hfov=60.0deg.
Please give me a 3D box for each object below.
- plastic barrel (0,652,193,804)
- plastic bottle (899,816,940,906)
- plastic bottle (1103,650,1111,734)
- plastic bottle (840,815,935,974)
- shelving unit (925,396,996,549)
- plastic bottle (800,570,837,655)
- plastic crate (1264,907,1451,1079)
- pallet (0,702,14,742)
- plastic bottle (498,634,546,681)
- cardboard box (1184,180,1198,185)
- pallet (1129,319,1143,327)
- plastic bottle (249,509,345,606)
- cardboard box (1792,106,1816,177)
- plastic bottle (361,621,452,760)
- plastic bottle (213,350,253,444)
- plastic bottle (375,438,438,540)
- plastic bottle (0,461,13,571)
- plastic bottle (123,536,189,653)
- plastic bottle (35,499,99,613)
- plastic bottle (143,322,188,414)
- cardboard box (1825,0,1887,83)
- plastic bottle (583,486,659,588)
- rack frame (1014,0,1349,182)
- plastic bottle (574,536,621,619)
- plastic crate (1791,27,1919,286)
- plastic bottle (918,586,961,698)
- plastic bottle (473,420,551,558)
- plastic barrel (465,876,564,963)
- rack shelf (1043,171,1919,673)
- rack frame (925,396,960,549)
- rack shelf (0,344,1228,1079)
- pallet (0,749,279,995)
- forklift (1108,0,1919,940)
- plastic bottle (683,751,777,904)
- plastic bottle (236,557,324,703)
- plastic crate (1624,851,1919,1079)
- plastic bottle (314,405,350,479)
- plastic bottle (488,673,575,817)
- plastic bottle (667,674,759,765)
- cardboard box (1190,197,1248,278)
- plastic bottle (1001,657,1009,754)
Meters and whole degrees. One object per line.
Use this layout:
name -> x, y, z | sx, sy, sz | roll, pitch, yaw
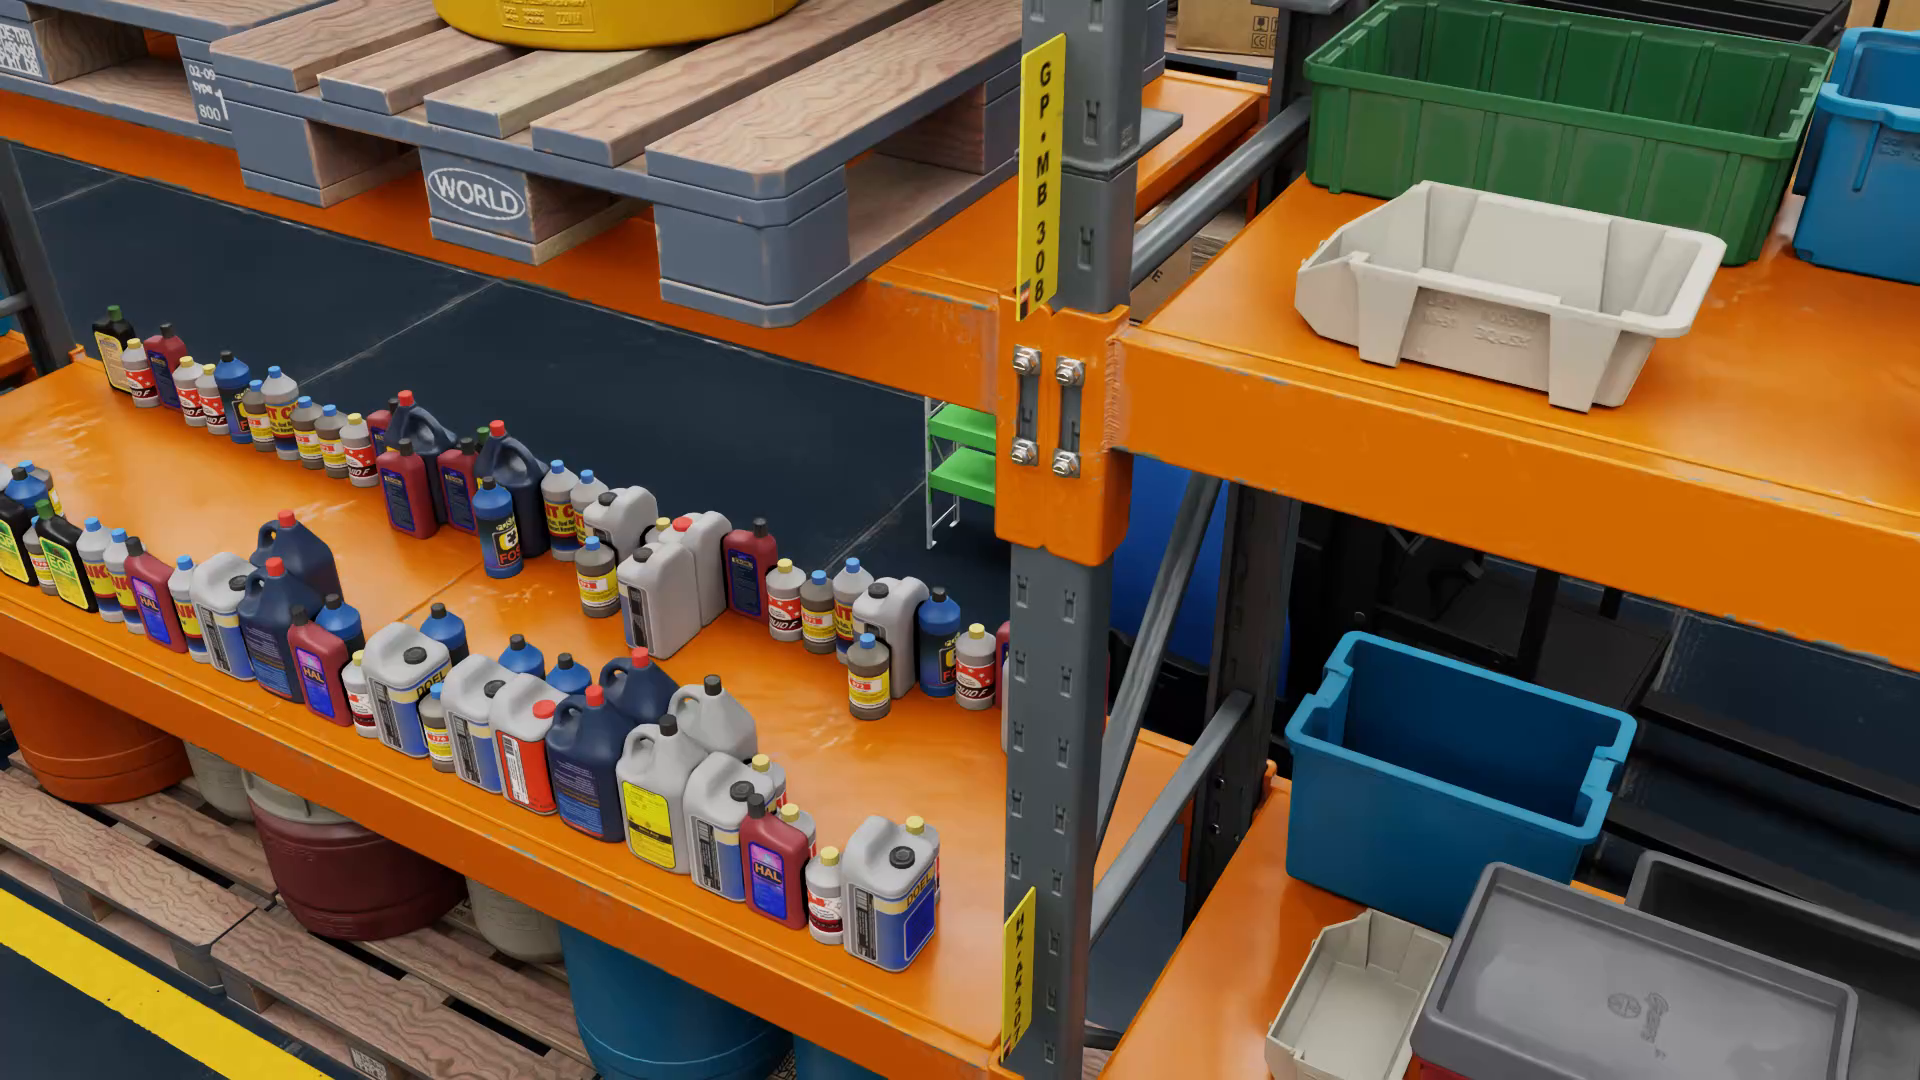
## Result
plastic barrel -> -2.670, 0.320, 5.143 | 0.708, 0.830, 0.600 | 18, 37, 24
plastic bottle -> -0.087, 0.630, 3.277 | 0.097, 0.201, 0.097 | 0, 34, 0
plastic bottle -> 0.263, 0.307, 3.687 | 0.133, 0.283, 0.061 | 18, 37, 24
plastic bottle -> -0.133, 0.664, 3.159 | 0.135, 0.276, 0.152 | 18, 37, 24
shelving unit -> 0.144, -0.454, 6.349 | 0.503, 1.200, 0.258 | 18, 37, 24
plastic bottle -> -0.333, 0.165, 3.976 | 0.097, 0.201, 0.097 | 0, 34, 0
plastic crate -> 0.703, 0.847, 2.956 | 0.243, 0.136, 0.396 | 18, 37, 24
pallet -> -3.757, 0.394, 5.968 | 1.213, 0.211, 1.003 | 18, 37, 24
plastic bottle -> -0.959, 0.324, 3.673 | 0.097, 0.271, 0.097 | 0, 34, 0
cardboard box -> 1.227, -1.935, 8.132 | 0.500, 0.250, 0.500 | 17, 37, 24
pallet -> 1.042, -1.197, 8.358 | 1.213, 0.211, 1.003 | 18, 37, 24
plastic bottle -> -1.589, 0.077, 3.972 | 0.185, 0.351, 0.144 | 18, 37, 24
cardboard box -> 3.138, -1.588, 6.338 | 0.500, 0.500, 0.500 | 19, 38, 26
plastic bottle -> -1.206, 0.324, 3.669 | 0.135, 0.276, 0.152 | 18, 37, 24
plastic bottle -> -2.080, -0.418, 4.788 | 0.097, 0.271, 0.097 | 0, 34, 0
plastic bottle -> -1.459, -0.146, 4.368 | 0.133, 0.283, 0.061 | 18, 37, 24
plastic bottle -> -2.486, -0.082, 4.278 | 0.135, 0.276, 0.152 | 18, 37, 24
plastic bottle -> -1.908, 0.128, 3.957 | 0.133, 0.283, 0.061 | 18, 37, 24
plastic bottle -> -2.192, 0.038, 4.093 | 0.133, 0.283, 0.061 | 18, 37, 24
plastic bottle -> -2.340, -0.517, 4.925 | 0.133, 0.283, 0.061 | 18, 37, 24
cardboard box -> 3.100, -2.010, 6.070 | 0.500, 0.500, 0.500 | 19, 38, 26
plastic bottle -> -0.849, -0.012, 4.174 | 0.135, 0.276, 0.152 | 18, 37, 24
rack frame -> 0.369, -1.932, 1.532 | 0.127, 3.000, 1.000 | 18, 37, 24
plastic bottle -> -0.894, 0.084, 4.097 | 0.097, 0.201, 0.097 | 0, 34, 0
plastic crate -> 1.318, -0.517, 2.265 | 0.300, 0.233, 0.416 | 18, 37, 24
plastic bottle -> -0.047, 0.226, 3.820 | 0.097, 0.271, 0.097 | 0, 34, 0
plastic bottle -> -1.154, -0.143, 4.303 | 0.185, 0.351, 0.144 | 18, 37, 24
plastic barrel -> -1.155, 0.875, 4.596 | 0.421, 0.512, 0.421 | 0, 34, 0
rack shelf -> 2.106, 0.166, 1.737 | 4.000, 0.370, 1.077 | 18, 37, 24
rack frame -> -0.068, -0.521, 6.450 | 0.015, 1.200, 0.240 | 18, 37, 24
rack shelf -> -1.367, 0.314, 4.221 | 4.000, 0.370, 1.077 | 18, 37, 24
pallet -> -2.398, 0.822, 5.325 | 1.213, 0.211, 1.003 | 18, 37, 24
forklift -> 1.719, -0.525, 4.894 | 3.031, 2.935, 1.130 | 22, 39, 29
plastic bottle -> -0.450, 0.563, 3.310 | 0.135, 0.276, 0.152 | 18, 37, 24
plastic bottle -> -1.547, 0.187, 3.807 | 0.185, 0.351, 0.144 | 18, 37, 24
plastic crate -> 1.475, 0.833, 2.987 | 0.590, 0.125, 0.437 | 18, 37, 24
plastic bottle -> -1.742, -0.282, 4.646 | 0.097, 0.201, 0.097 | 0, 34, 0
plastic bottle -> -0.888, 0.425, 3.518 | 0.135, 0.276, 0.152 | 18, 37, 24
plastic bottle -> -0.519, 0.421, 3.456 | 0.185, 0.351, 0.144 | 18, 37, 24
cardboard box -> 1.400, -1.236, 7.758 | 0.500, 0.500, 0.500 | 18, 38, 25
plastic bottle -> 0.190, 0.322, 3.605 | 0.185, 0.351, 0.144 | 18, 37, 24
